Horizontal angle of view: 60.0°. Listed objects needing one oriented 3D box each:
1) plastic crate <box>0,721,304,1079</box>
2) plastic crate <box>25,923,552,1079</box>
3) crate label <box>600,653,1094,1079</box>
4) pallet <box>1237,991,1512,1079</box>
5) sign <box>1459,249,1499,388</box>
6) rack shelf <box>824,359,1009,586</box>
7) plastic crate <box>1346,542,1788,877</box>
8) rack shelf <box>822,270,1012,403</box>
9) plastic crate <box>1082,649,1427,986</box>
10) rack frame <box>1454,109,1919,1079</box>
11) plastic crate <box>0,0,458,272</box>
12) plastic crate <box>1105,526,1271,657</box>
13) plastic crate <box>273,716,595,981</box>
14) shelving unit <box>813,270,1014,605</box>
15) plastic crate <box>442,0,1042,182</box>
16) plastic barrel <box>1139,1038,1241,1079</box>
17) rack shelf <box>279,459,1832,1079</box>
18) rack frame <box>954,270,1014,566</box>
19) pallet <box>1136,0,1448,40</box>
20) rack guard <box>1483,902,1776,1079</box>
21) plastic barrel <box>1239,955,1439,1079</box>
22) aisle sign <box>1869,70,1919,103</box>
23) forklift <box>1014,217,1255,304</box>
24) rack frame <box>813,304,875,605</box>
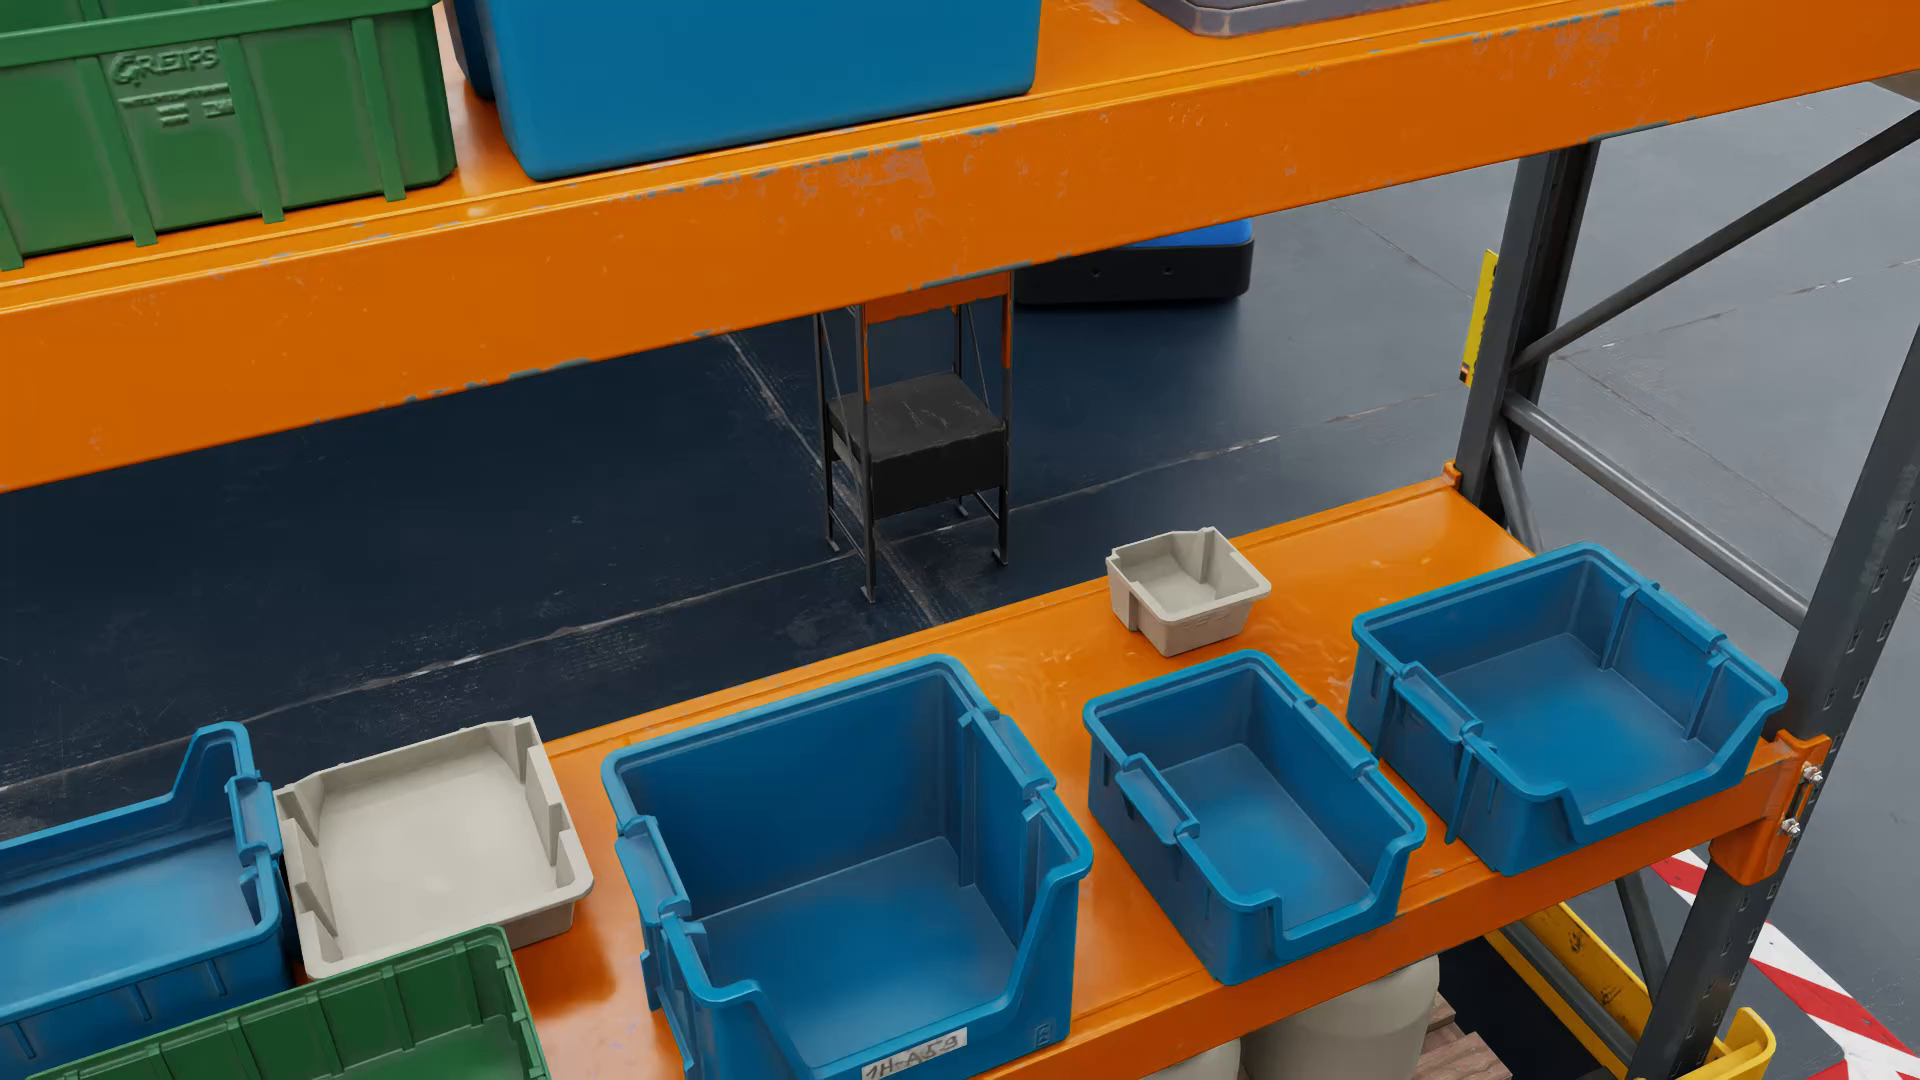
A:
[{"bbox_3d":[-1.353,0.587,2.565,0.616,0.251,0.499,-16,39,-20],"label":"plastic crate"},{"bbox_3d":[-0.891,0.848,2.267,0.662,0.188,0.450,-16,39,-20],"label":"plastic crate"},{"bbox_3d":[-0.170,0.539,2.475,0.616,0.435,0.502,-16,39,-20],"label":"crate label"},{"bbox_3d":[0.595,1.309,3.808,1.213,0.211,1.003,-16,39,-20],"label":"pallet"},{"bbox_3d":[1.152,-0.467,3.630,0.005,0.325,0.100,-16,39,-20],"label":"sign"},{"bbox_3d":[-0.150,-0.228,5.493,0.480,0.518,0.431,-16,39,-20],"label":"rack shelf"},{"bbox_3d":[1.056,0.290,2.966,0.616,0.251,0.499,-16,39,-20],"label":"plastic crate"},{"bbox_3d":[-0.150,-0.790,5.076,0.480,0.518,0.431,-16,39,-20],"label":"rack shelf"},{"bbox_3d":[0.465,0.451,2.749,0.408,0.251,0.499,-16,39,-20],"label":"plastic crate"},{"bbox_3d":[1.382,-0.058,3.311,0.127,3.000,1.000,-16,39,-20],"label":"rack frame"},{"bbox_3d":[-0.695,-0.418,1.455,0.450,0.188,0.336,-16,39,-20],"label":"plastic crate"},{"bbox_3d":[0.435,0.101,3.318,0.250,0.136,0.298,-16,39,-20],"label":"plastic crate"},{"bbox_3d":[-0.877,0.513,2.762,0.437,0.136,0.530,-16,39,-20],"label":"plastic crate"},{"bbox_3d":[-0.150,-0.801,5.068,0.503,2.100,0.431,-16,39,-20],"label":"shelving unit"},{"bbox_3d":[-0.217,-0.611,1.552,0.575,0.384,0.392,-16,39,-20],"label":"plastic crate"},{"bbox_3d":[0.365,1.107,3.475,0.421,0.512,0.421,0,37,0],"label":"plastic barrel"},{"bbox_3d":[-0.429,0.737,2.842,4.000,0.370,1.077,-16,39,-20],"label":"rack shelf"},{"bbox_3d":[0.071,-0.863,5.151,0.015,2.100,0.400,-16,39,-20],"label":"rack frame"},{"bbox_3d":[0.591,-1.030,2.262,1.213,0.211,1.003,-16,39,-20],"label":"pallet"},{"bbox_3d":[1.333,0.990,3.995,0.348,0.500,1.175,-16,39,-20],"label":"rack guard"},{"bbox_3d":[0.818,0.980,3.646,0.421,0.512,0.421,0,37,0],"label":"plastic barrel"},{"bbox_3d":[1.573,-0.960,2.345,0.004,0.787,0.394,-16,39,-20],"label":"aisle sign"},{"bbox_3d":[0.605,-3.024,7.366,1.130,2.935,3.031,-2,37,-3],"label":"forklift"},{"bbox_3d":[-0.371,-0.740,4.985,0.015,2.100,0.400,-16,39,-20],"label":"rack frame"}]
